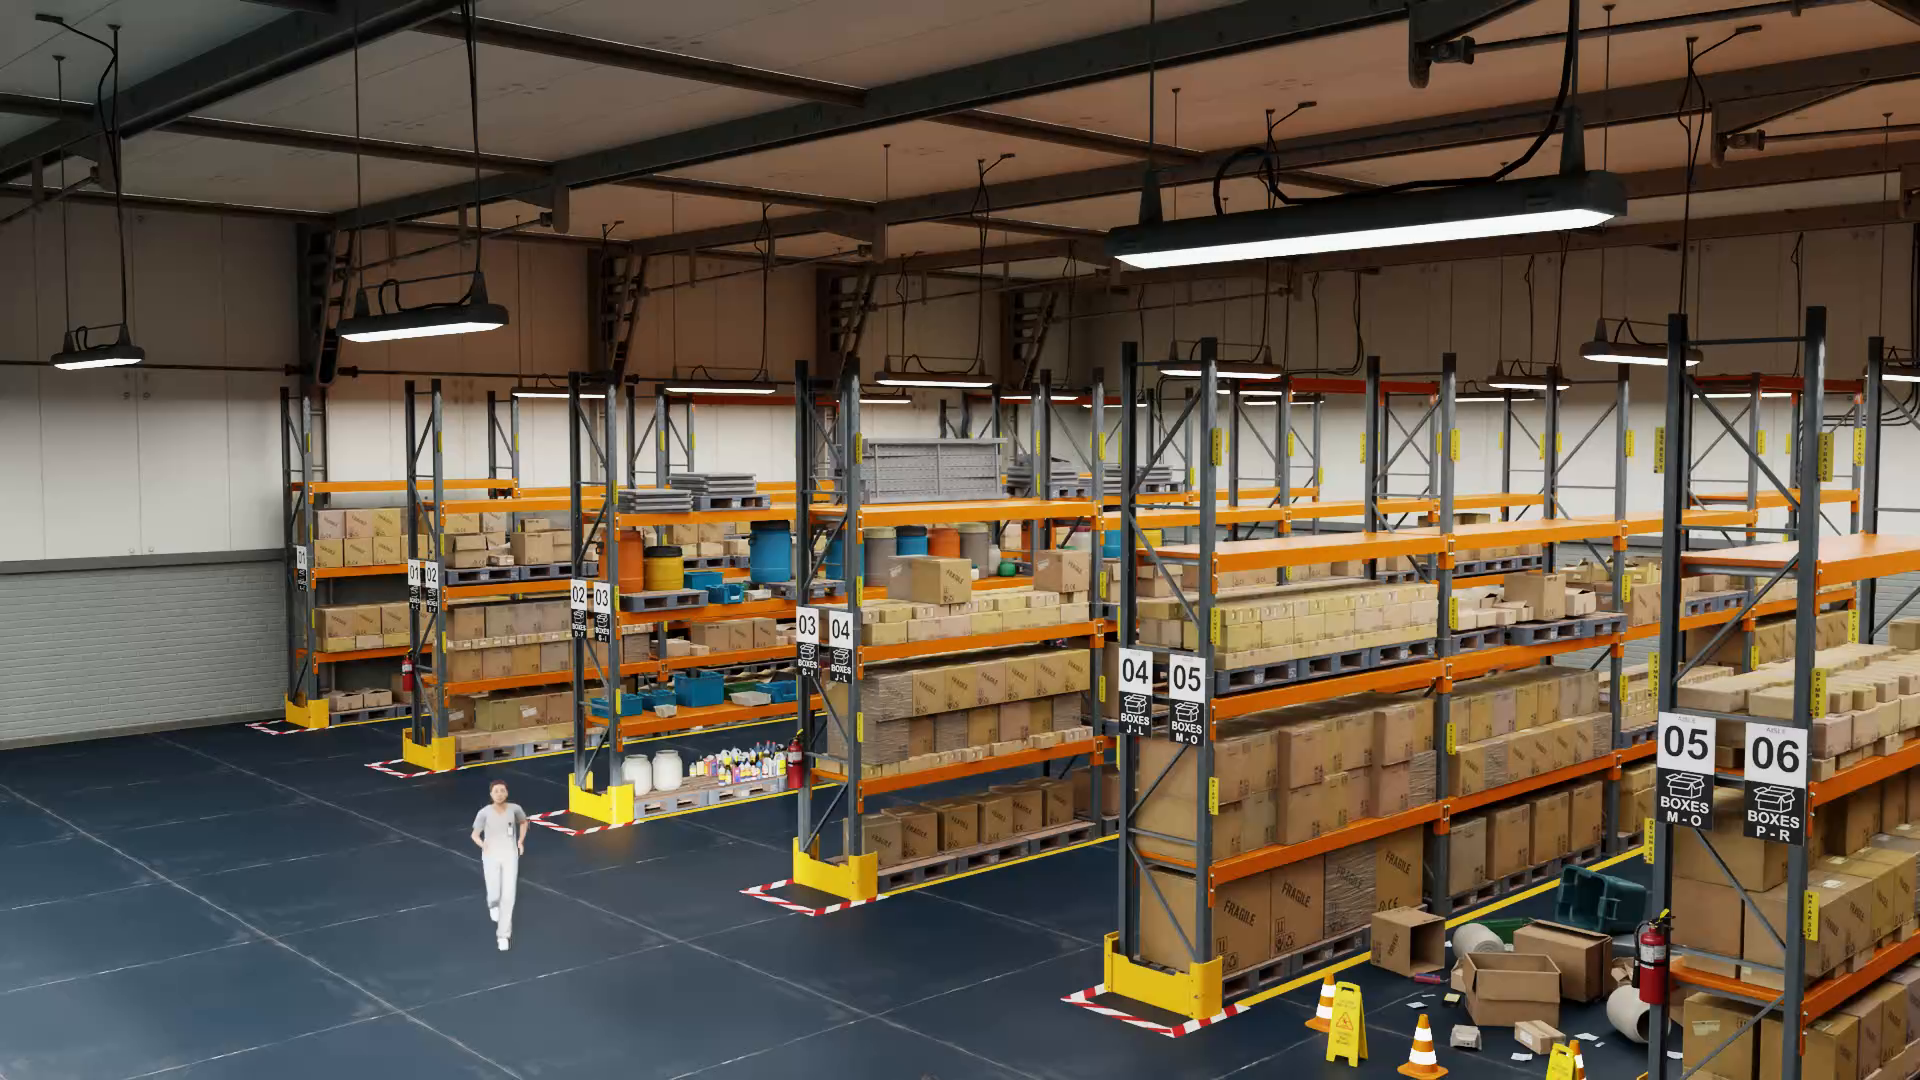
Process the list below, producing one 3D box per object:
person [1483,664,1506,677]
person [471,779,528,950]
[{"bbox_3d":[8.245,2.647,25.619,0.624,1.834,0.759,3,5,41],"label":"person"},{"bbox_3d":[-4.680,3.258,16.952,0.569,1.658,0.868,-1,4,-19],"label":"person"}]
